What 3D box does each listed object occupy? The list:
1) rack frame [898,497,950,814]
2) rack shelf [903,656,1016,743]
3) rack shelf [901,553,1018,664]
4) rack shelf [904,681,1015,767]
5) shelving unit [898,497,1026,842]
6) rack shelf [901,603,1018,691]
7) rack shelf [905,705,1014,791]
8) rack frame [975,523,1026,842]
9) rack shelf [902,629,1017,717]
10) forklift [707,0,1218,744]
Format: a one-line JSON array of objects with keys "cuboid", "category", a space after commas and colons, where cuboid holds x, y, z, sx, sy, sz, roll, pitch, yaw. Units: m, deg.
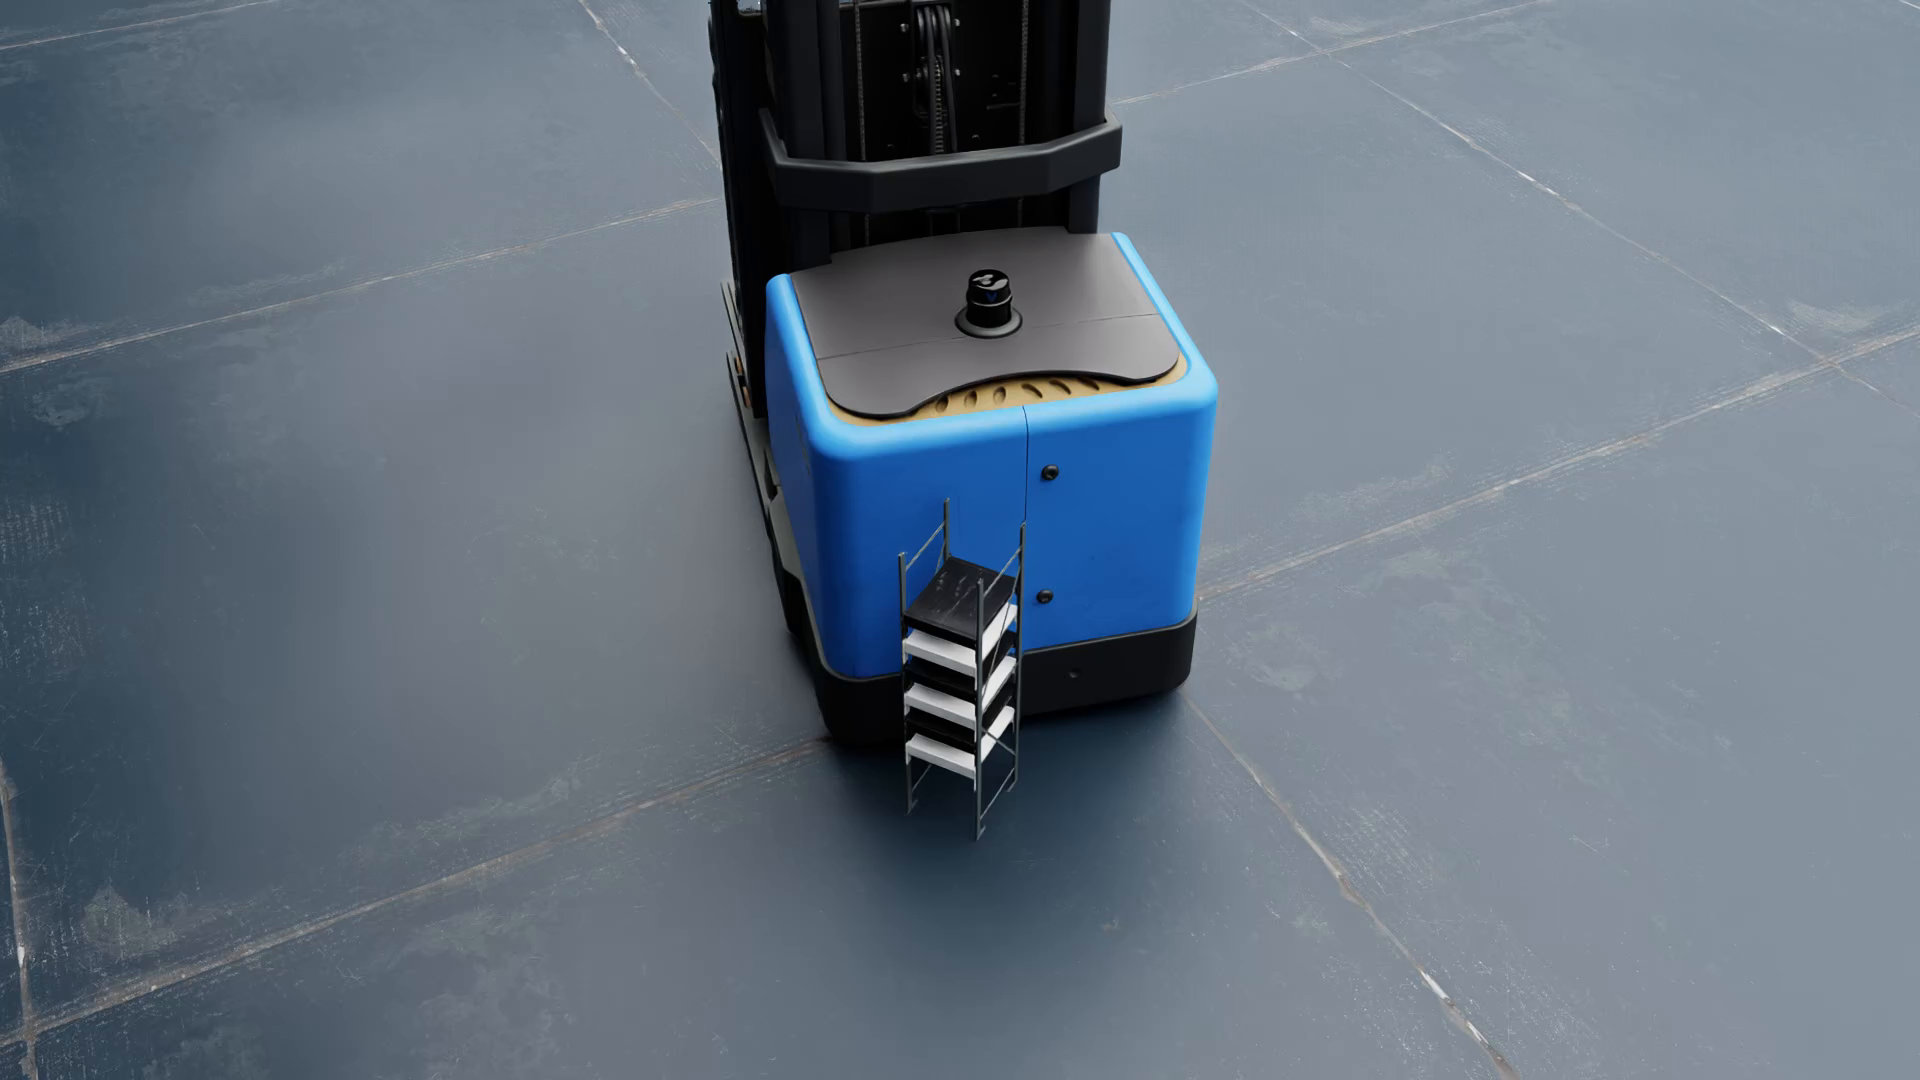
[{"cuboid": [-0.083, 0.311, 4.186, 0.006, 0.900, 0.240, 19, 44, 21], "category": "rack frame"}, {"cuboid": [0.007, 0.367, 4.171, 0.200, 0.077, 0.258, 19, 44, 21], "category": "rack shelf"}, {"cuboid": [0.007, 0.161, 3.997, 0.200, 0.077, 0.258, 19, 44, 21], "category": "rack shelf"}, {"cuboid": [0.007, 0.436, 4.230, 0.200, 0.077, 0.258, 19, 44, 21], "category": "rack shelf"}, {"cuboid": [0.007, 0.342, 4.150, 0.210, 0.900, 0.258, 19, 44, 21], "category": "shelving unit"}, {"cuboid": [0.007, 0.230, 4.055, 0.200, 0.077, 0.258, 19, 44, 21], "category": "rack shelf"}, {"cuboid": [0.007, 0.504, 4.288, 0.200, 0.077, 0.258, 19, 44, 21], "category": "rack shelf"}, {"cuboid": [0.097, 0.372, 4.114, 0.006, 0.900, 0.240, 19, 44, 21], "category": "rack frame"}, {"cuboid": [0.007, 0.298, 4.113, 0.200, 0.077, 0.258, 19, 44, 21], "category": "rack shelf"}, {"cuboid": [-0.190, -1.529, 4.787, 1.130, 2.935, 3.031, -9, 41, -10], "category": "forklift"}]
